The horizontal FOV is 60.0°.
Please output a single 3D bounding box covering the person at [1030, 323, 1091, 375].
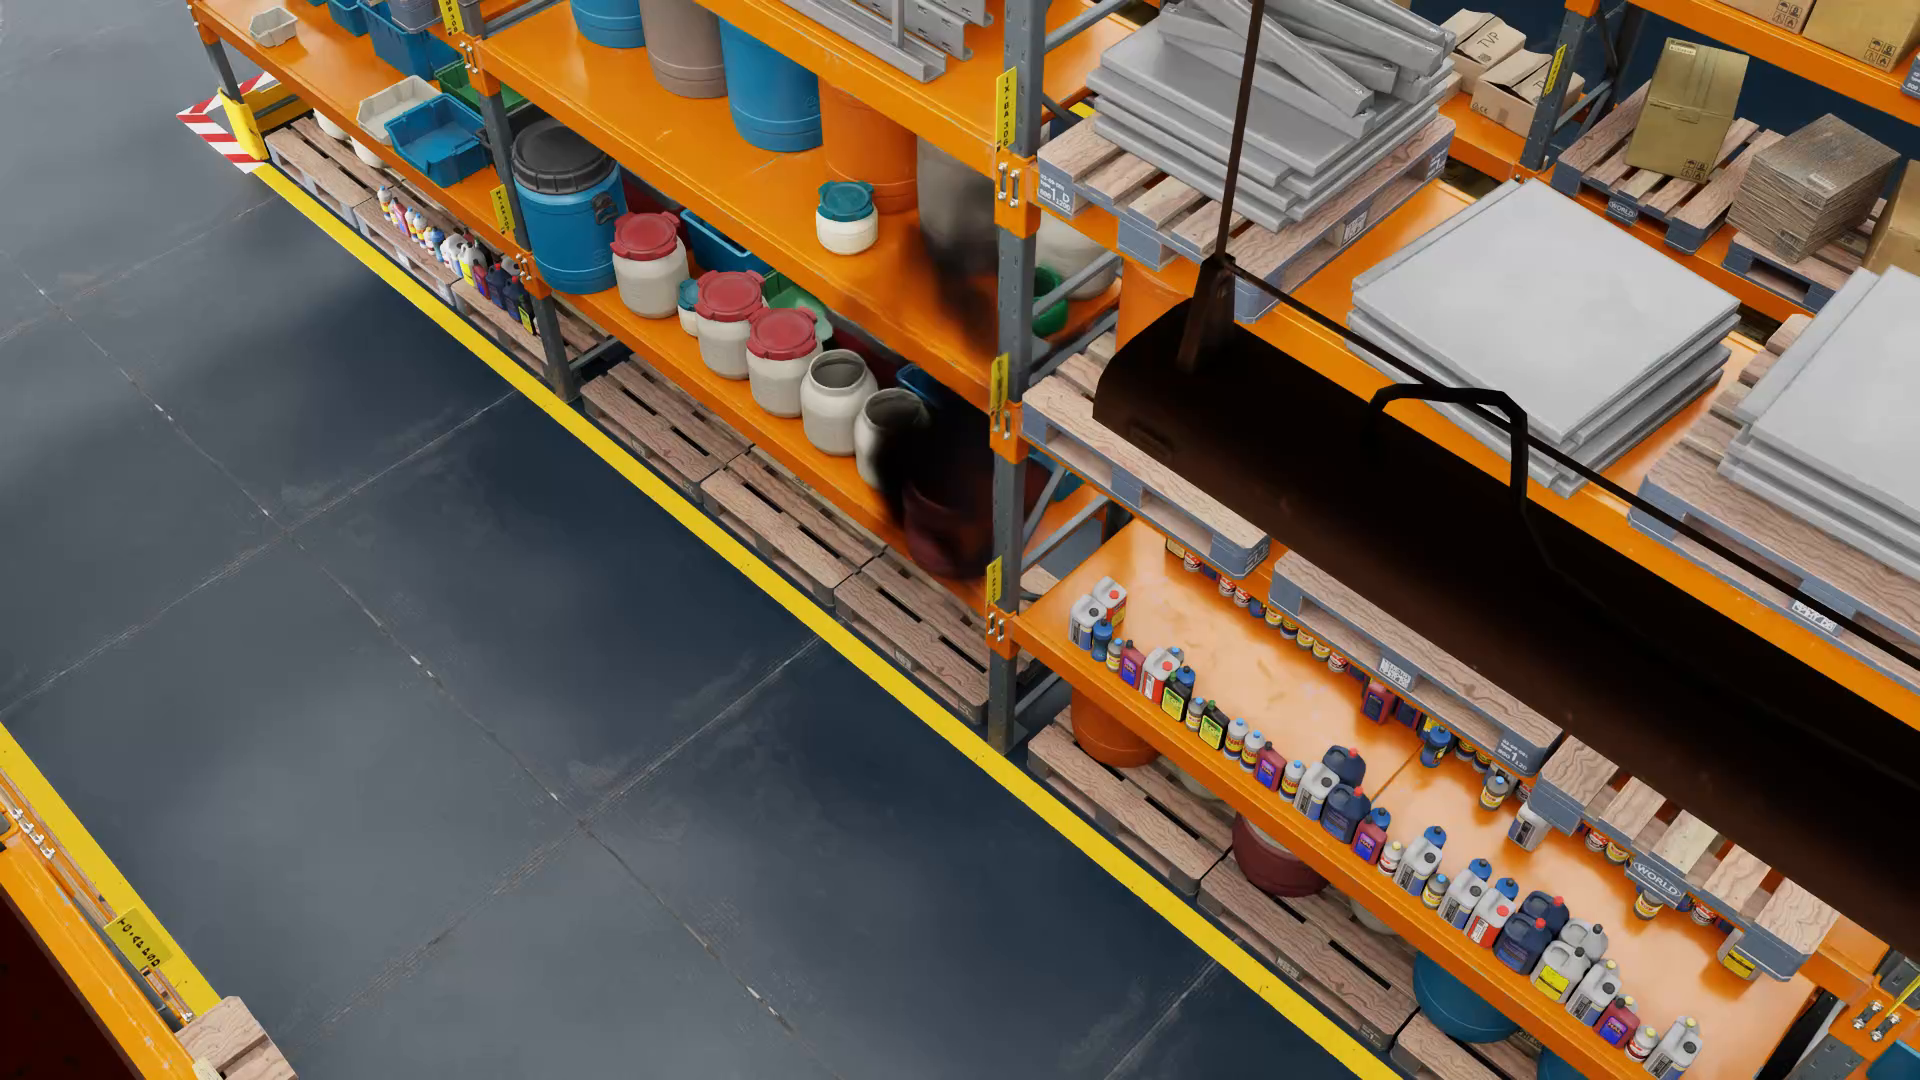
[{"bbox_3d":[0.634,-1.489,10.201,0.559,1.746,0.673,-36,59,-26],"label":"person"}]
